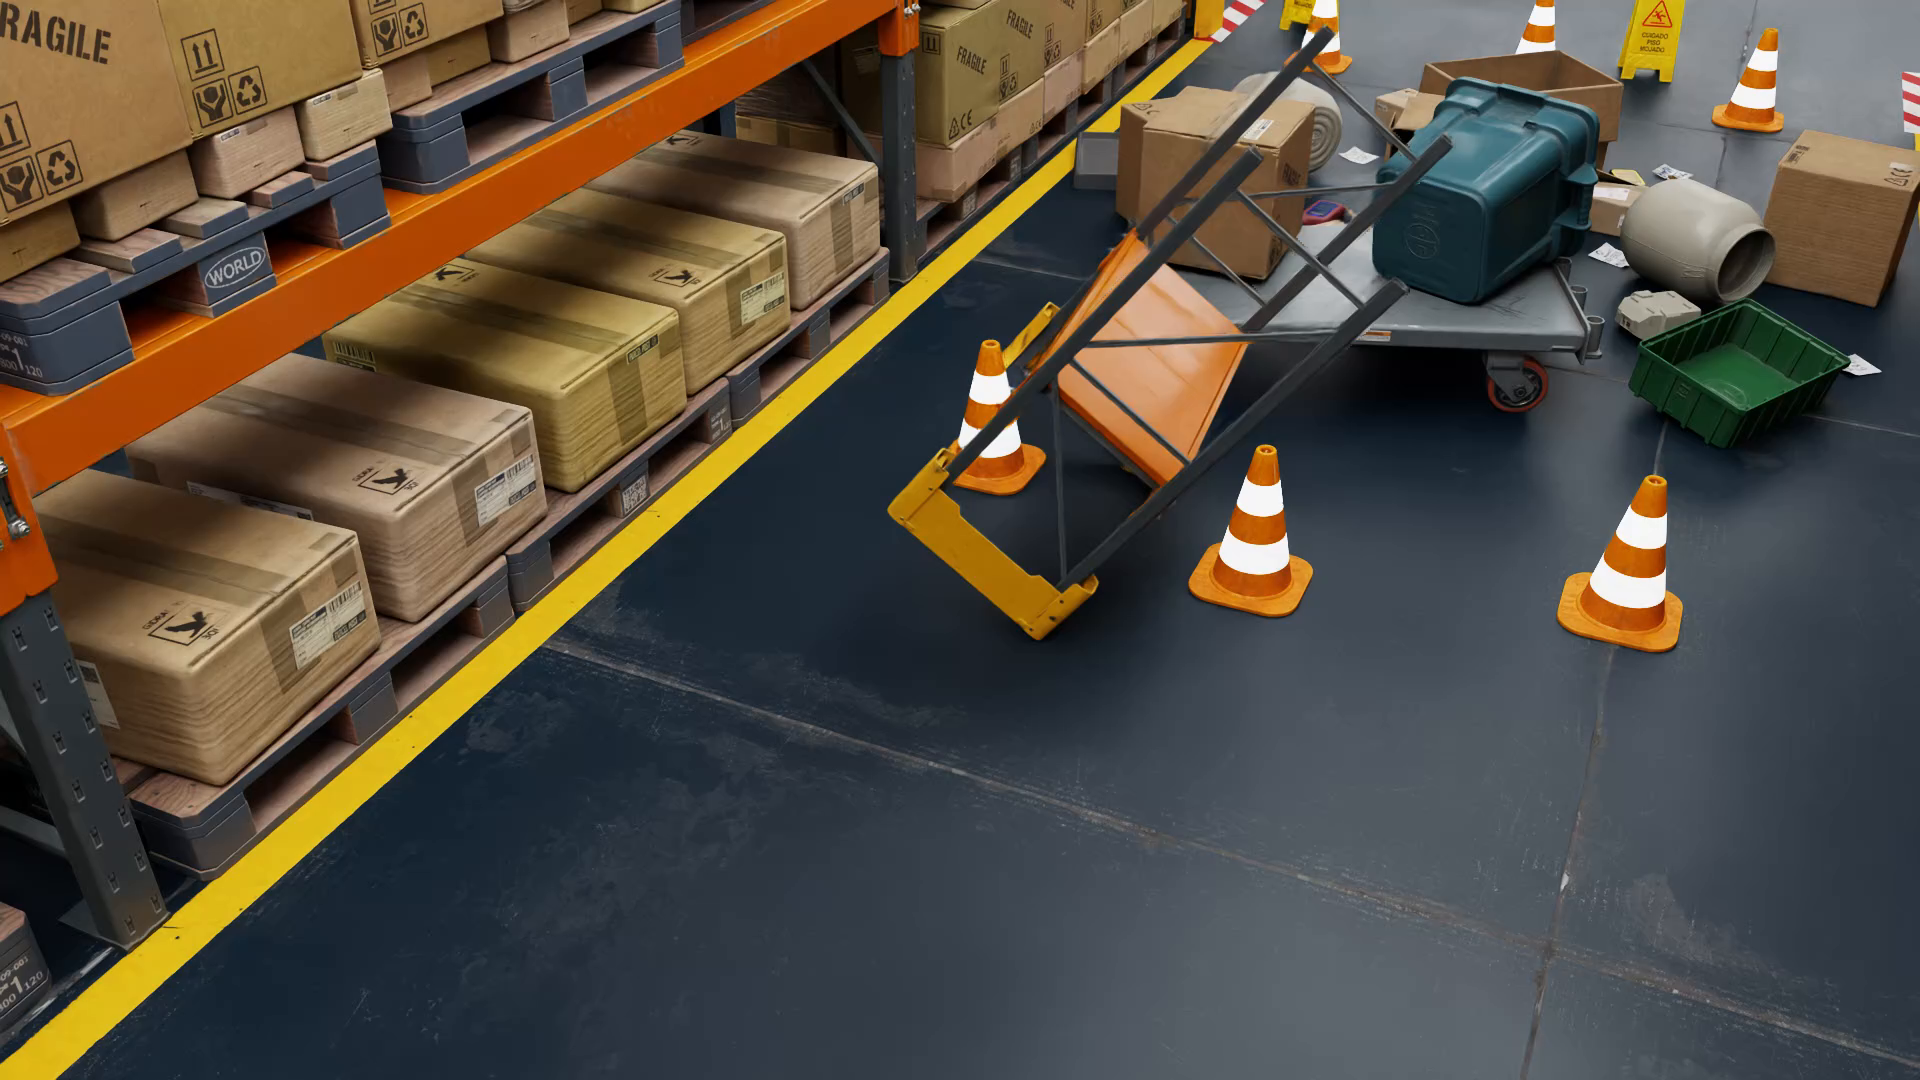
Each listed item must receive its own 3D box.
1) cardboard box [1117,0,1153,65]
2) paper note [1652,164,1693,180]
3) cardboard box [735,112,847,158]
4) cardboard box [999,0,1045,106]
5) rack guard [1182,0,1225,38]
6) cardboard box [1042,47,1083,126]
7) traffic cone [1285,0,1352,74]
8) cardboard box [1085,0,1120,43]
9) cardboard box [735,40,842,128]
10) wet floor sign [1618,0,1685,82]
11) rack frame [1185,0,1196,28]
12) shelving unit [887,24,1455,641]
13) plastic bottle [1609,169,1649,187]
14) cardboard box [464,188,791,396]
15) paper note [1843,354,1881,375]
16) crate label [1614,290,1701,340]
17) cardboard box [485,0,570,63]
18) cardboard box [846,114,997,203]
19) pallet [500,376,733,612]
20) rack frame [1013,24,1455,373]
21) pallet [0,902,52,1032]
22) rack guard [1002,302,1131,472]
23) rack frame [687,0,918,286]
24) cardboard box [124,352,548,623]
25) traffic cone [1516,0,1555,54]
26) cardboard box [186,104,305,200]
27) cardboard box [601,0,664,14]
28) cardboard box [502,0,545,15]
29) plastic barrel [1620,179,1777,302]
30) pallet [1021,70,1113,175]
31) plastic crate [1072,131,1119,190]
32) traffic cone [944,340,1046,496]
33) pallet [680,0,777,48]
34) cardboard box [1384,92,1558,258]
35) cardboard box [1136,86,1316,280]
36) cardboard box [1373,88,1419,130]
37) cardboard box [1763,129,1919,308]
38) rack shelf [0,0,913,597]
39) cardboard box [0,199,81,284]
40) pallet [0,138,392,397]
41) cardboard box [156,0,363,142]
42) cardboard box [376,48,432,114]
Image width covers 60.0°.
[{"bbox_3d":[0.701,-2.742,8.821,0.500,0.250,0.500,14,36,21],"label":"cardboard box"},{"bbox_3d":[3.376,-1.739,7.875,0.144,0.017,0.142,29,43,36],"label":"paper note"},{"bbox_3d":[-0.652,-1.827,7.425,0.500,0.250,0.500,16,36,23],"label":"cardboard box"},{"bbox_3d":[0.051,-2.285,7.440,0.500,0.500,0.500,16,36,22],"label":"cardboard box"},{"bbox_3d":[0.987,-3.354,9.909,1.175,0.500,0.348,14,36,20],"label":"rack guard"},{"bbox_3d":[0.270,-2.236,8.049,0.500,0.250,0.500,14,36,20],"label":"cardboard box"},{"bbox_3d":[2.010,-2.866,9.199,0.336,0.463,0.334,14,36,20],"label":"traffic cone"},{"bbox_3d":[0.488,-2.807,8.236,0.500,0.500,0.500,13,36,19],"label":"cardboard box"},{"bbox_3d":[-0.651,-2.140,7.219,0.500,0.500,0.500,14,36,20],"label":"cardboard box"},{"bbox_3d":[3.771,-2.836,8.986,0.267,0.644,0.232,8,34,12],"label":"wet floor sign"},{"bbox_3d":[1.019,-4.437,9.281,1.000,3.000,0.127,14,36,20],"label":"rack frame"},{"bbox_3d":[0.611,-0.590,4.728,0.587,1.500,1.083,41,38,-6],"label":"shelving unit"},{"bbox_3d":[3.099,-1.636,7.690,0.133,0.061,0.283,3,33,4],"label":"plastic bottle"},{"bbox_3d":[-1.170,-0.901,5.902,0.950,0.372,0.625,16,37,23],"label":"cardboard box"},{"bbox_3d":[3.342,-0.661,6.229,0.147,0.020,0.142,-9,34,-13],"label":"paper note"},{"bbox_3d":[2.708,-0.863,6.441,0.298,0.136,0.250,-9,34,-13],"label":"crate label"},{"bbox_3d":[-1.303,-1.436,4.551,0.380,0.149,0.250,15,36,22],"label":"cardboard box"},{"bbox_3d":[-0.163,-1.702,7.235,0.500,0.250,0.500,13,35,18],"label":"cardboard box"},{"bbox_3d":[-1.488,-0.281,5.486,1.003,0.211,1.213,14,36,20],"label":"pallet"},{"bbox_3d":[0.787,-0.860,5.133,0.500,1.500,0.032,41,38,-6],"label":"rack frame"},{"bbox_3d":[-2.727,1.089,3.397,1.003,0.211,1.213,14,36,20],"label":"pallet"},{"bbox_3d":[0.431,-0.501,5.501,0.587,0.250,0.087,41,38,-6],"label":"rack guard"},{"bbox_3d":[-0.655,-2.445,6.243,1.000,3.000,0.127,14,36,20],"label":"rack frame"},{"bbox_3d":[-1.781,-0.178,4.799,0.950,0.372,0.625,13,36,20],"label":"cardboard box"},{"bbox_3d":[3.161,-2.781,9.069,0.336,0.463,0.334,14,36,20],"label":"traffic cone"},{"bbox_3d":[-1.718,-0.901,3.735,0.380,0.149,0.250,12,35,17],"label":"cardboard box"},{"bbox_3d":[-1.059,-1.691,4.939,0.380,0.149,0.250,14,36,20],"label":"cardboard box"},{"bbox_3d":[-1.286,-1.740,4.422,0.500,0.500,0.500,13,35,19],"label":"cardboard box"},{"bbox_3d":[2.965,-1.199,6.692,0.421,0.421,0.512,-15,36,-21],"label":"plastic barrel"},{"bbox_3d":[0.103,-2.231,8.460,1.003,0.211,1.213,14,36,20],"label":"pallet"},{"bbox_3d":[0.747,-1.818,7.949,0.402,0.080,0.583,3,33,4],"label":"plastic crate"},{"bbox_3d":[0.098,-0.445,5.507,0.336,0.463,0.334,14,36,20],"label":"traffic cone"},{"bbox_3d":[-1.107,-2.017,5.766,1.003,0.211,1.213,14,36,20],"label":"pallet"},{"bbox_3d":[2.200,-1.526,6.995,0.797,0.637,0.503,14,36,20],"label":"cardboard box"},{"bbox_3d":[0.974,-1.323,6.121,0.500,0.500,0.500,14,36,20],"label":"cardboard box"},{"bbox_3d":[2.305,-2.129,8.361,0.250,0.149,0.380,-21,39,-29],"label":"cardboard box"},{"bbox_3d":[3.601,-1.324,6.811,0.500,0.500,0.500,21,39,28],"label":"cardboard box"},{"bbox_3d":[-1.492,-1.148,4.921,1.077,0.370,4.000,14,36,20],"label":"rack shelf"},{"bbox_3d":[-2.023,-0.642,3.340,0.380,0.149,0.250,12,35,18],"label":"cardboard box"},{"bbox_3d":[-2.127,-0.752,3.836,1.213,0.211,1.003,14,36,20],"label":"pallet"},{"bbox_3d":[-1.718,-1.227,3.640,0.500,0.500,0.500,16,37,23],"label":"cardboard box"},{"bbox_3d":[-1.554,-1.171,4.147,0.380,0.149,0.250,16,37,23],"label":"cardboard box"}]
